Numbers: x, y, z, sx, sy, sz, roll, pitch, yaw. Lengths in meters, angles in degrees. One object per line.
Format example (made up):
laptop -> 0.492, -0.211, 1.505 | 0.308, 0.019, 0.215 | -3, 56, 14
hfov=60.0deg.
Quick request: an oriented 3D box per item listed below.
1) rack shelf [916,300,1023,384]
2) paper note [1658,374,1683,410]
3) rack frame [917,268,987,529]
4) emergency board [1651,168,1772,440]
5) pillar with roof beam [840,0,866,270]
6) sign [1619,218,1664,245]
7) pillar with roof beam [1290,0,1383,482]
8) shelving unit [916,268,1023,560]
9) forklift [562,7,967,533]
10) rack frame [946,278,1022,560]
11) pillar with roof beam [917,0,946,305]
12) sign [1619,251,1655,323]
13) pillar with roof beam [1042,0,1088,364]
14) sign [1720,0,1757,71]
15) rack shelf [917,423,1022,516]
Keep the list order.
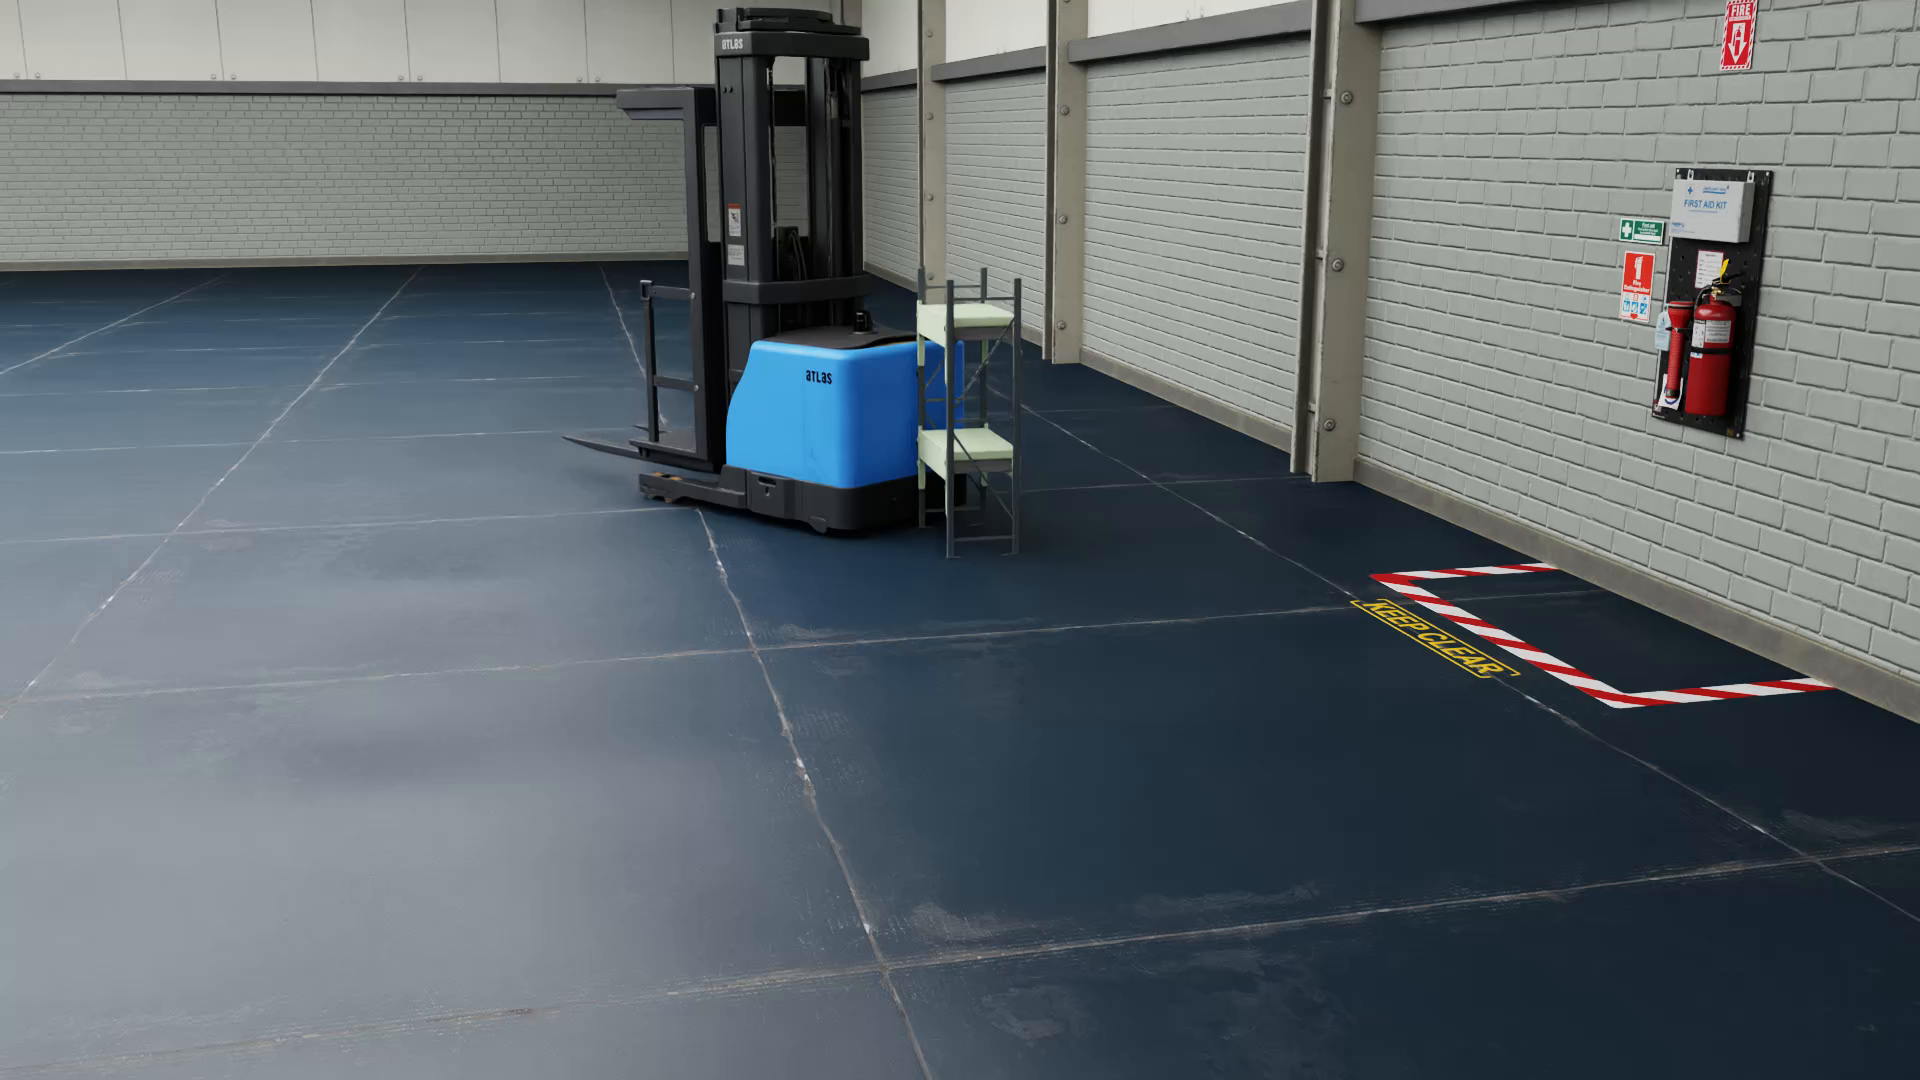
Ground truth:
rack shelf -> 0.042, -1.099, 9.122 | 0.431, 0.370, 0.720 | -3, 14, -13
paper note -> 3.339, -0.697, 7.815 | 0.016, 0.148, 0.142 | -3, 14, -13
rack frame -> -0.043, -0.805, 9.560 | 0.400, 1.500, 0.023 | -3, 14, -13
emergency board -> 3.314, -1.080, 7.527 | 0.194, 1.169, 0.643 | -3, 14, -13
pillar with roof beam -> -5.964, -8.719, 26.153 | 9.100, 9.000, 0.400 | -3, 14, -13
sign -> 3.277, -1.487, 8.000 | 0.001, 0.109, 0.331 | -3, 14, -13
pillar with roof beam -> -1.737, -4.566, 9.157 | 9.100, 9.000, 0.400 | -3, 14, -13
shelving unit -> 0.042, -0.720, 9.215 | 0.431, 1.500, 0.755 | -3, 14, -13
forklift -> -1.388, -1.734, 10.348 | 3.031, 2.935, 1.130 | 12, 18, 41
rack frame -> 0.126, -0.636, 8.869 | 0.400, 1.500, 0.023 | -3, 14, -13
pillar with roof beam -> -4.555, -7.335, 20.488 | 9.100, 9.000, 0.400 | -3, 14, -13
sign -> 3.284, -1.231, 8.069 | 0.001, 0.329, 0.234 | -3, 14, -13
pillar with roof beam -> -3.146, -5.950, 14.822 | 9.100, 9.000, 0.400 | -3, 14, -13
sign -> 3.409, -2.214, 7.283 | 0.001, 0.298, 0.199 | -3, 14, -13
rack shelf -> 0.042, -0.403, 9.292 | 0.431, 0.370, 0.720 | -3, 14, -13
